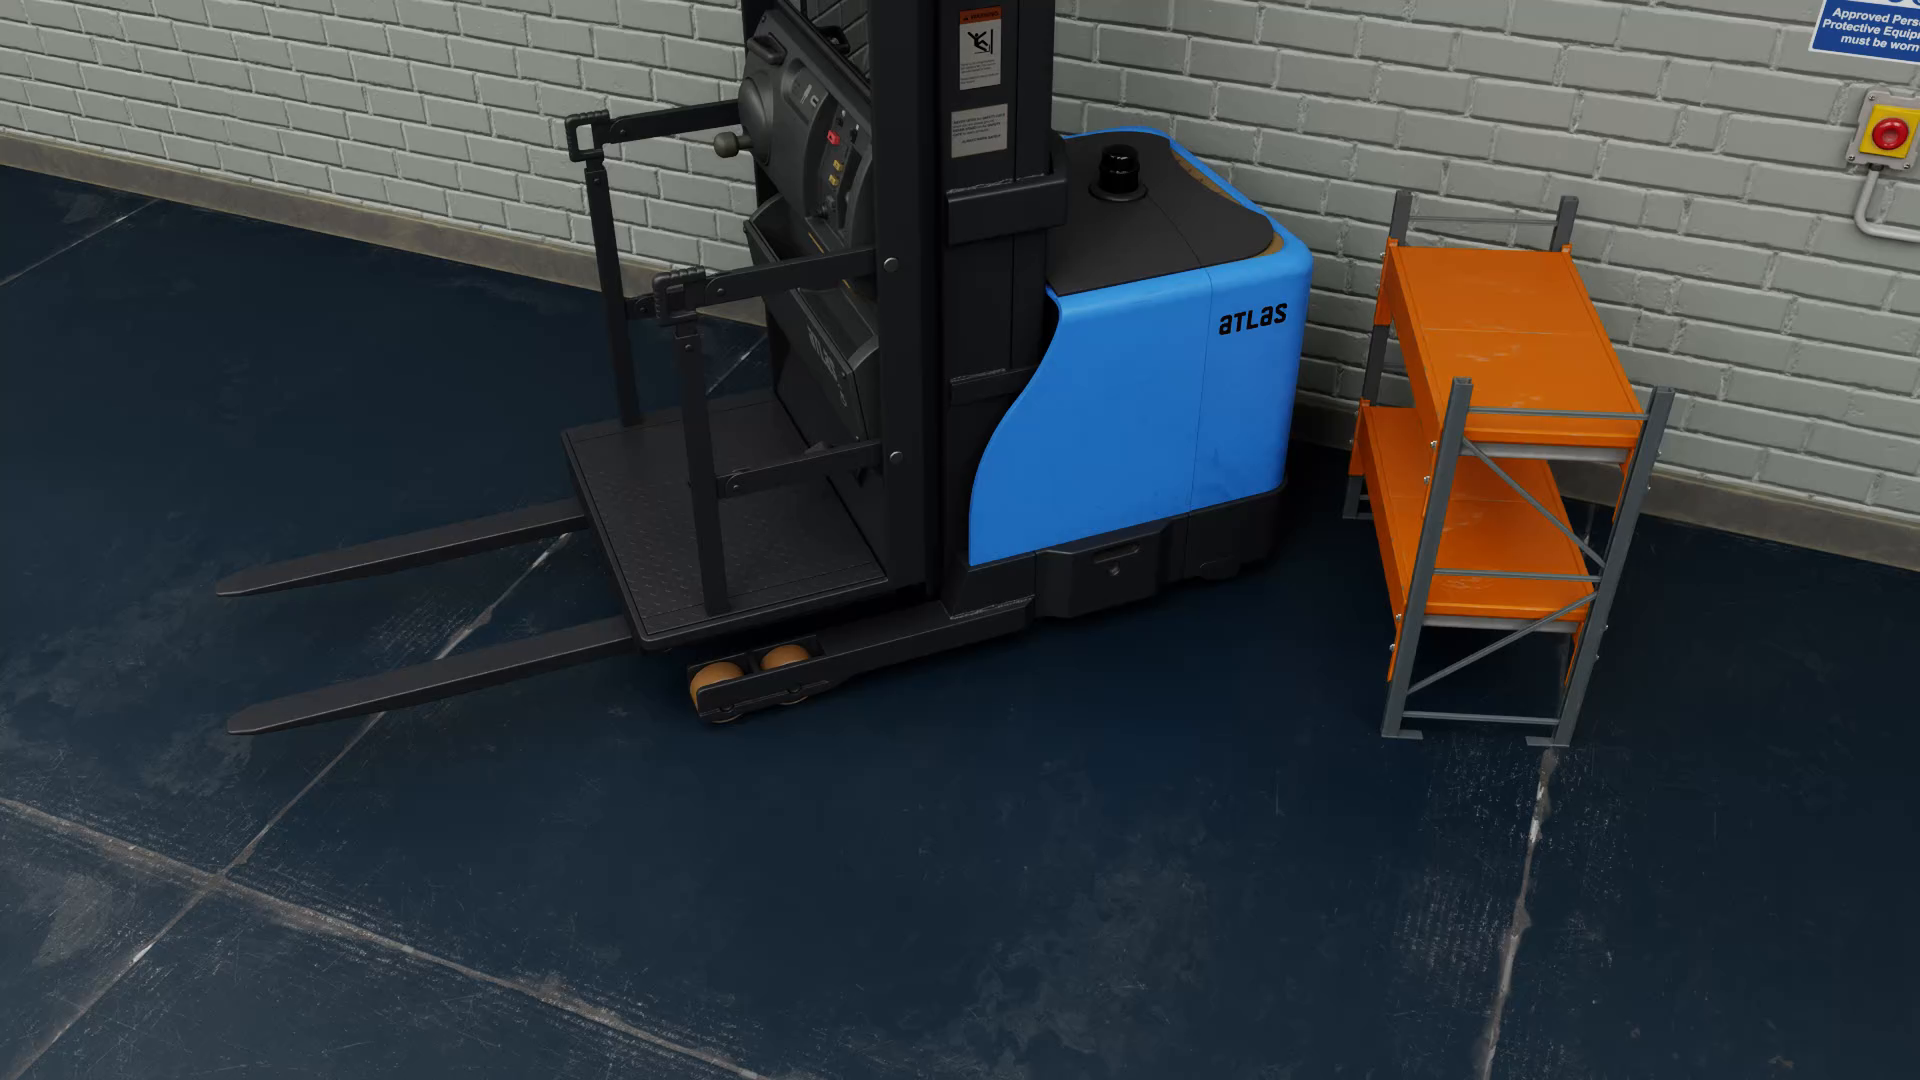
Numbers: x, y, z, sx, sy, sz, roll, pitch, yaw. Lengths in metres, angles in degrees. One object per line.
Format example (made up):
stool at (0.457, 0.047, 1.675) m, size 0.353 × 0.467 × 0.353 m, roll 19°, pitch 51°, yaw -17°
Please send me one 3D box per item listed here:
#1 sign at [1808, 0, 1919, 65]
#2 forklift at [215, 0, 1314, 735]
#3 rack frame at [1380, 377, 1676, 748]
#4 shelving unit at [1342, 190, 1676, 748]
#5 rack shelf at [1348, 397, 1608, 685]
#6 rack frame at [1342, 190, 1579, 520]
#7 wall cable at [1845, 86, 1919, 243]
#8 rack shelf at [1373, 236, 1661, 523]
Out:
sign at (2.422, -1.360, 4.339) m, size 0.327 × 0.218 × 0.001 m, roll 14°, pitch 39°, yaw 18°
forklift at (-0.584, -1.031, 4.182) m, size 3.031 × 2.935 × 1.130 m, roll -14°, pitch 39°, yaw -18°
rack frame at (1.399, 0.091, 4.189) m, size 0.500 × 1.125 × 0.032 m, roll 3°, pitch 37°, yaw 4°
shelving unit at (1.439, -0.213, 4.595) m, size 0.538 × 1.125 × 1.048 m, roll 3°, pitch 37°, yaw 4°
rack shelf at (1.439, -0.017, 4.741) m, size 0.538 × 0.278 × 1.000 m, roll 3°, pitch 37°, yaw 4°
rack frame at (1.479, -0.516, 5.001) m, size 0.500 × 1.125 × 0.032 m, roll 3°, pitch 37°, yaw 4°
wall cable at (2.443, -1.627, 4.046) m, size 0.585 × 1.953 × 0.123 m, roll 14°, pitch 39°, yaw 18°
rack shelf at (1.439, -0.447, 4.420) m, size 0.538 × 0.278 × 1.000 m, roll 3°, pitch 37°, yaw 4°
